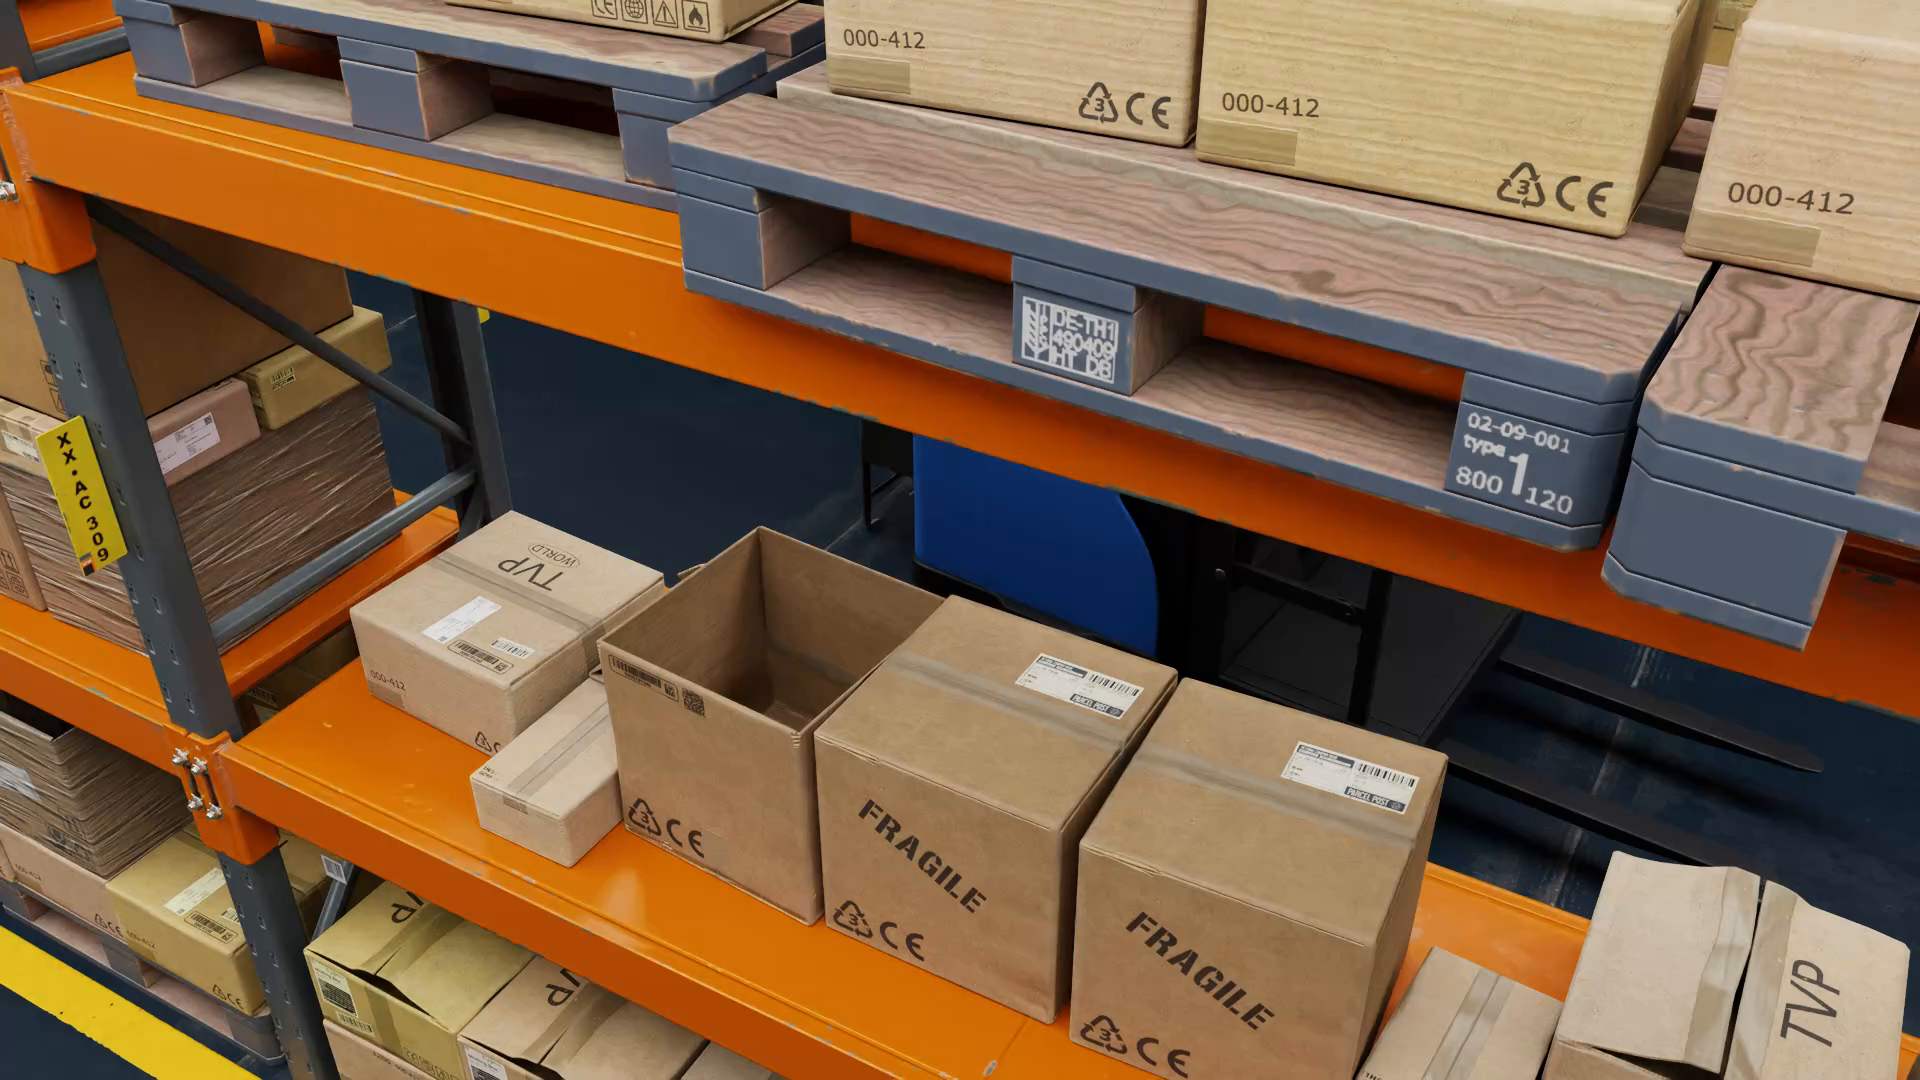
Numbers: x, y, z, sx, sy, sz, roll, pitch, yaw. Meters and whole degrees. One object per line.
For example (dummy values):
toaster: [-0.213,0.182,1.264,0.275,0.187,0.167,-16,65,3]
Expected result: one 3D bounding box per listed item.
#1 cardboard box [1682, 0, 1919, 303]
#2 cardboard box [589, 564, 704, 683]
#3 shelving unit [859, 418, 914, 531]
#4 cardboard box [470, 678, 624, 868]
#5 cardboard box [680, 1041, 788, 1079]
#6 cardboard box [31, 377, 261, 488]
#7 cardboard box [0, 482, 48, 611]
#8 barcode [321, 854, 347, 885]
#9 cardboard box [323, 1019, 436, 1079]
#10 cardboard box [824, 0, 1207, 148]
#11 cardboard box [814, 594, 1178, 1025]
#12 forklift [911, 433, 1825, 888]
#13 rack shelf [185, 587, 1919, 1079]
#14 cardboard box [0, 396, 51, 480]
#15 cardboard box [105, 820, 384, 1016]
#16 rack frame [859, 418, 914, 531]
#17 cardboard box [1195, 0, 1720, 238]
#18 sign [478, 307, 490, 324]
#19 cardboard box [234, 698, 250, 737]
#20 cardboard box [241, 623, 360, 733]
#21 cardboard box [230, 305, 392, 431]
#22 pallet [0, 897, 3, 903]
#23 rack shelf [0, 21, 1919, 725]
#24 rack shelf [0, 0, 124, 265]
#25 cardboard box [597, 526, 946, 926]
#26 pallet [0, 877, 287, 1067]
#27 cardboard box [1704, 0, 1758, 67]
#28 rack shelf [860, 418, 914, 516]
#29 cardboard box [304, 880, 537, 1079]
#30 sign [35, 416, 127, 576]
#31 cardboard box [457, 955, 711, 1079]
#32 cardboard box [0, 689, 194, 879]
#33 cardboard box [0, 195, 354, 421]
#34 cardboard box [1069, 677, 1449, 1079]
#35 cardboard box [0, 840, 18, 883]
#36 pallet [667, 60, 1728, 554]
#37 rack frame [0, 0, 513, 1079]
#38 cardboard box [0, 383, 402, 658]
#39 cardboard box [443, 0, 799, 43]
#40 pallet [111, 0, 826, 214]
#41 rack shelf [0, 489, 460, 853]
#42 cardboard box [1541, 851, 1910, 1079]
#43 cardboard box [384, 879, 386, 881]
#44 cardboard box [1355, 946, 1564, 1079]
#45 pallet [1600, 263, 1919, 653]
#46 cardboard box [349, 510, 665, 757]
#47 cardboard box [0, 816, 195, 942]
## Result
cardboard box: [1.110,-0.453,1.775,0.500,0.250,0.500,19,38,26]
cardboard box: [-0.622,0.250,3.789,0.258,0.266,0.396,17,37,23]
shelving unit: [-0.075,-0.927,6.248,0.503,2.100,0.431,21,39,29]
cardboard box: [-0.809,0.487,3.539,0.250,0.149,0.380,18,37,24]
cardboard box: [-0.360,1.292,3.699,0.500,0.311,0.500,16,37,23]
cardboard box: [-1.819,-0.243,3.733,0.250,0.149,0.380,18,37,24]
cardboard box: [-2.326,-0.262,4.347,0.500,0.500,0.700,17,37,24]
barcode: [-1.462,0.769,3.881,0.075,0.075,0.001,18,37,24]
cardboard box: [-1.249,1.241,4.283,0.500,0.250,0.500,17,37,23]
cardboard box: [0.153,-0.765,2.243,0.500,0.250,0.500,14,36,20]
cardboard box: [0.074,0.501,3.202,0.500,0.500,0.500,18,38,24]
forklift: [1.318,-0.657,5.092,3.031,2.935,1.130,21,39,29]
rack shelf: [0.260,0.890,3.356,4.000,0.370,1.077,18,37,24]
cardboard box: [-2.033,-0.312,3.836,0.250,0.149,0.380,17,37,23]
cardboard box: [-1.988,0.988,4.662,0.500,0.250,0.500,18,37,24]
rack frame: [-0.275,-1.005,6.365,0.015,2.100,0.400,21,39,29]
cardboard box: [0.619,-0.616,2.019,0.500,0.250,0.500,17,37,23]
sign: [-1.216,-0.672,4.080,0.005,0.325,0.100,18,37,24]
cardboard box: [-2.162,0.286,5.039,0.500,0.500,0.500,18,37,24]
cardboard box: [-1.724,0.420,4.838,0.500,0.500,0.500,18,37,24]
cardboard box: [-1.614,-0.438,4.026,0.250,0.149,0.380,18,37,24]
pallet: [-3.210,0.627,5.617,1.213,0.211,1.003,18,37,24]
rack shelf: [0.260,-0.358,2.525,4.000,0.370,1.077,18,37,24]
rack shelf: [-3.213,-1.458,4.177,4.000,0.370,1.077,18,37,24]
cardboard box: [-0.361,0.363,3.408,0.500,0.500,0.500,20,39,28]
pallet: [-2.146,0.962,5.114,1.213,0.211,1.003,18,37,24]
cardboard box: [2.945,-1.925,6.448,0.500,0.500,0.700,18,37,24]
rack shelf: [-0.075,-0.333,6.644,0.480,0.518,0.431,21,39,29]
cardboard box: [-1.242,1.010,4.122,0.500,0.311,0.500,18,38,25]
sign: [-1.751,-0.085,3.319,0.005,0.325,0.100,18,37,24]
cardboard box: [-0.810,1.151,3.912,0.500,0.311,0.500,17,37,24]
cardboard box: [-2.416,0.533,4.669,0.500,0.500,0.500,18,37,24]
cardboard box: [-1.865,-0.660,3.774,0.500,0.500,0.700,18,38,25]
cardboard box: [0.531,0.646,2.984,0.500,0.500,0.500,16,37,22]
cardboard box: [-2.858,0.715,5.071,0.500,0.250,0.500,18,37,24]
pallet: [0.390,-0.479,2.227,1.213,0.211,1.003,19,38,27]
rack frame: [-1.477,0.041,3.983,0.127,3.000,1.000,18,37,24]
cardboard box: [-1.865,-0.120,4.134,0.500,0.500,0.700,17,37,23]
cardboard box: [-0.468,-0.996,2.590,0.500,0.250,0.500,14,36,20]
pallet: [-0.704,-0.892,2.849,1.217,0.209,0.805,16,37,23]
rack shelf: [-3.213,-0.210,5.008,4.000,0.370,1.077,18,37,24]
cardboard box: [1.316,0.839,2.865,0.500,0.311,0.500,17,37,24]
cardboard box: [-1.729,0.737,5.039,0.500,0.250,0.500,18,37,24]
cardboard box: [0.861,0.922,2.886,0.250,0.149,0.380,21,39,28]
pallet: [1.363,-0.173,1.767,1.003,0.211,1.213,19,38,27]
cardboard box: [-1.028,0.217,3.852,0.500,0.250,0.500,20,39,27]
cardboard box: [-2.417,0.846,4.876,0.500,0.250,0.500,18,37,24]
